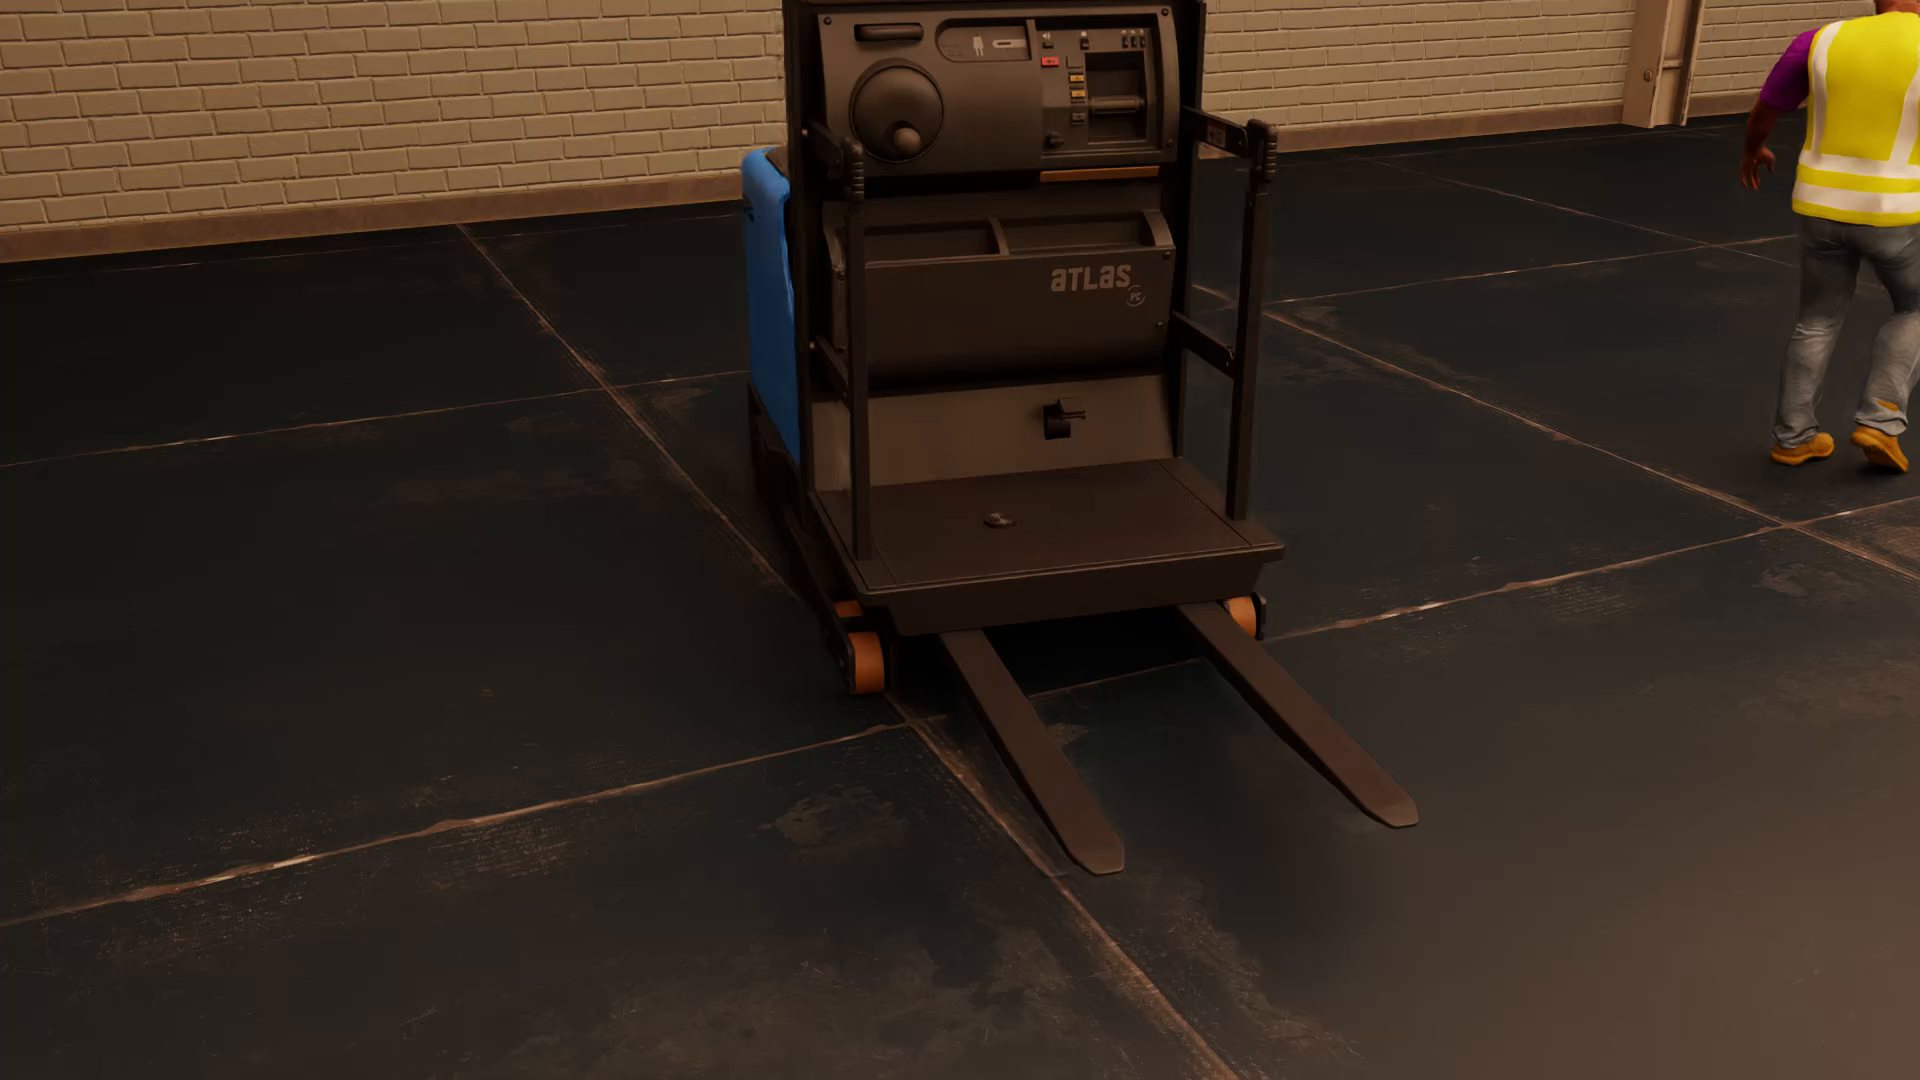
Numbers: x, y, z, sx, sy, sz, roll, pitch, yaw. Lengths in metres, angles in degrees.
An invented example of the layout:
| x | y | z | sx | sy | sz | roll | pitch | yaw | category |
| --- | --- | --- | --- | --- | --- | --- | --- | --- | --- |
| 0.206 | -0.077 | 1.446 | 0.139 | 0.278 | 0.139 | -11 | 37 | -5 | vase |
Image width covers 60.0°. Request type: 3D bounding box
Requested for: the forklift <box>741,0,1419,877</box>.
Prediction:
| x | y | z | sx | sy | sz | roll | pitch | yaw | category |
| --- | --- | --- | --- | --- | --- | --- | --- | --- | --- |
| 0.166 | -1.128 | 4.002 | 1.130 | 2.935 | 3.031 | -6 | 23 | -14 | forklift |

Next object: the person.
| x | y | z | sx | sy | sz | roll | pitch | yaw | category |
| --- | --- | --- | --- | --- | --- | --- | --- | --- | --- |
| 2.967 | -1.079 | 5.479 | 0.501 | 1.774 | 0.918 | -18 | 28 | -36 | person |
